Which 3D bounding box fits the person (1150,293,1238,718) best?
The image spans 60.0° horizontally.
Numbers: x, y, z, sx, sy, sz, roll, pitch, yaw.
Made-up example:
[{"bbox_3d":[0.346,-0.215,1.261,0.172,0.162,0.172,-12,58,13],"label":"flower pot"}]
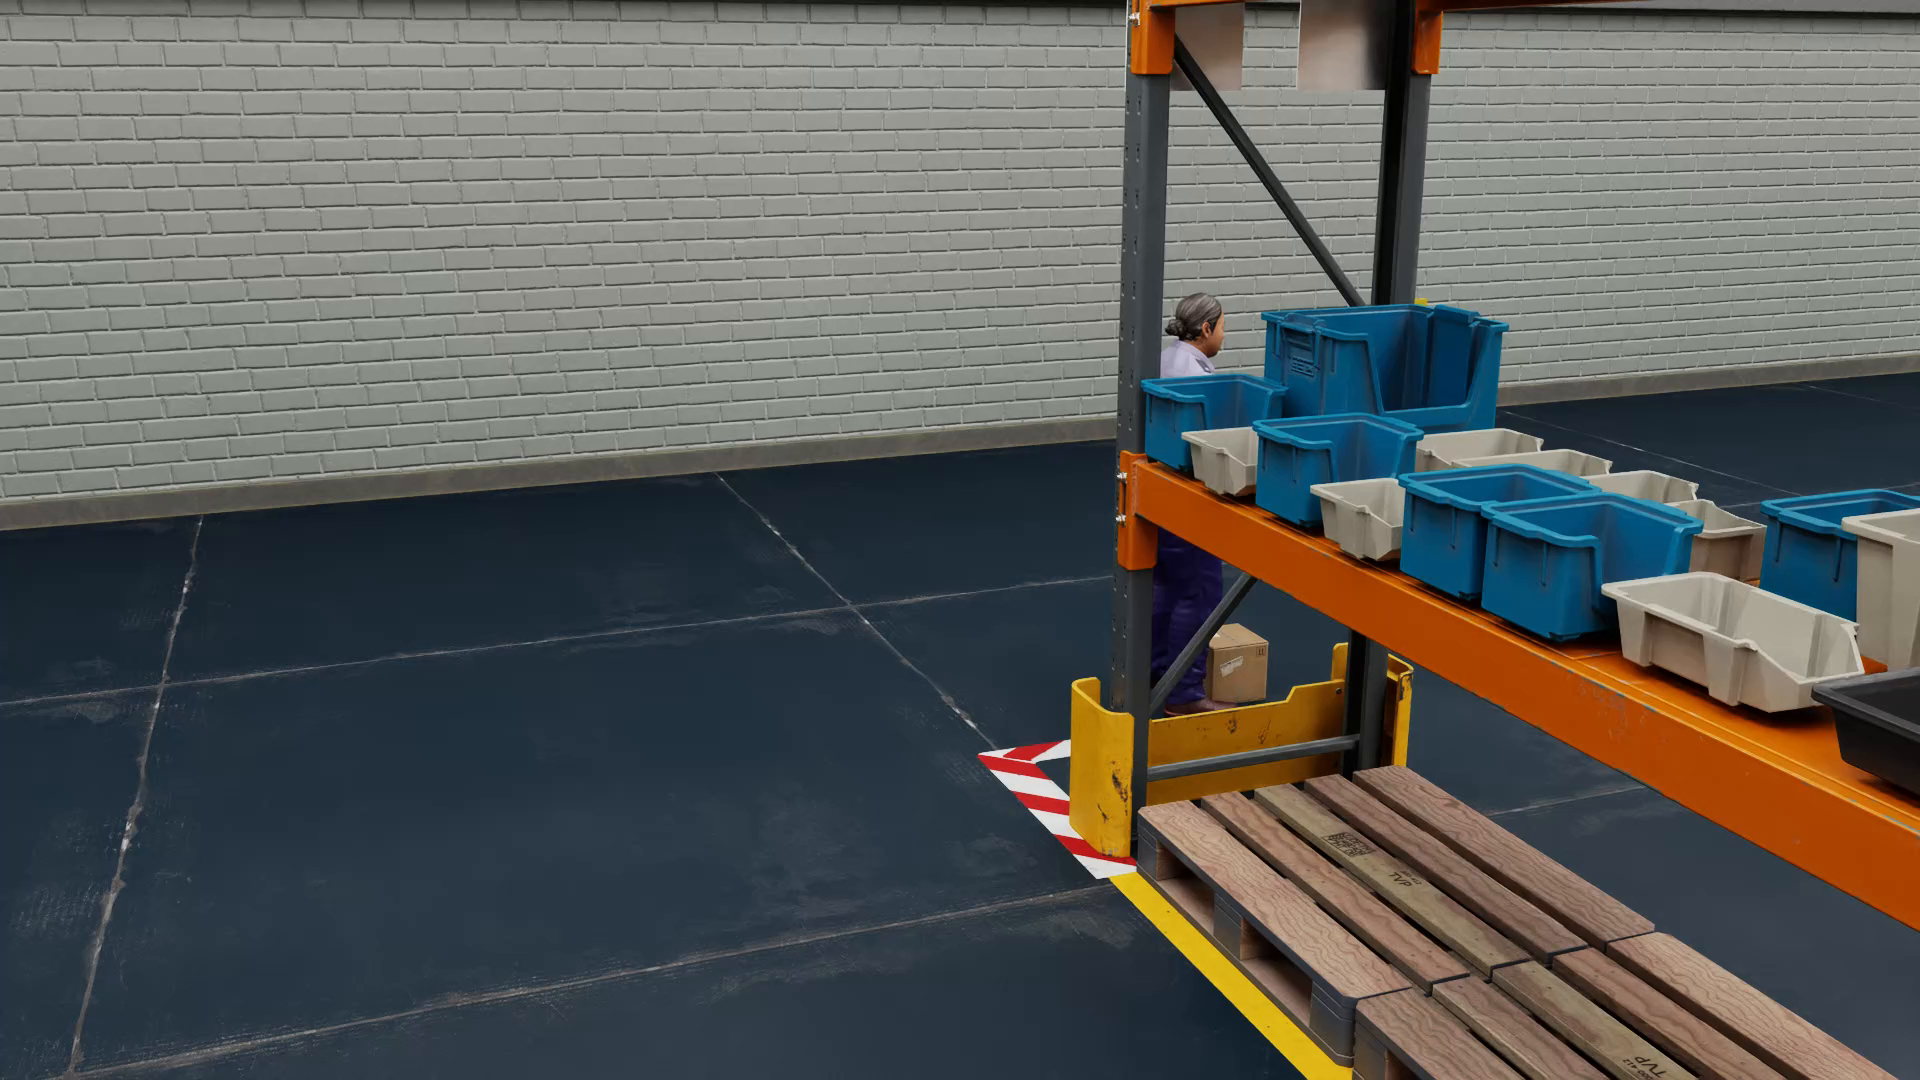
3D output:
[{"bbox_3d":[0.863,-0.139,6.535,0.373,1.651,0.537,-5,16,-17],"label":"person"}]
